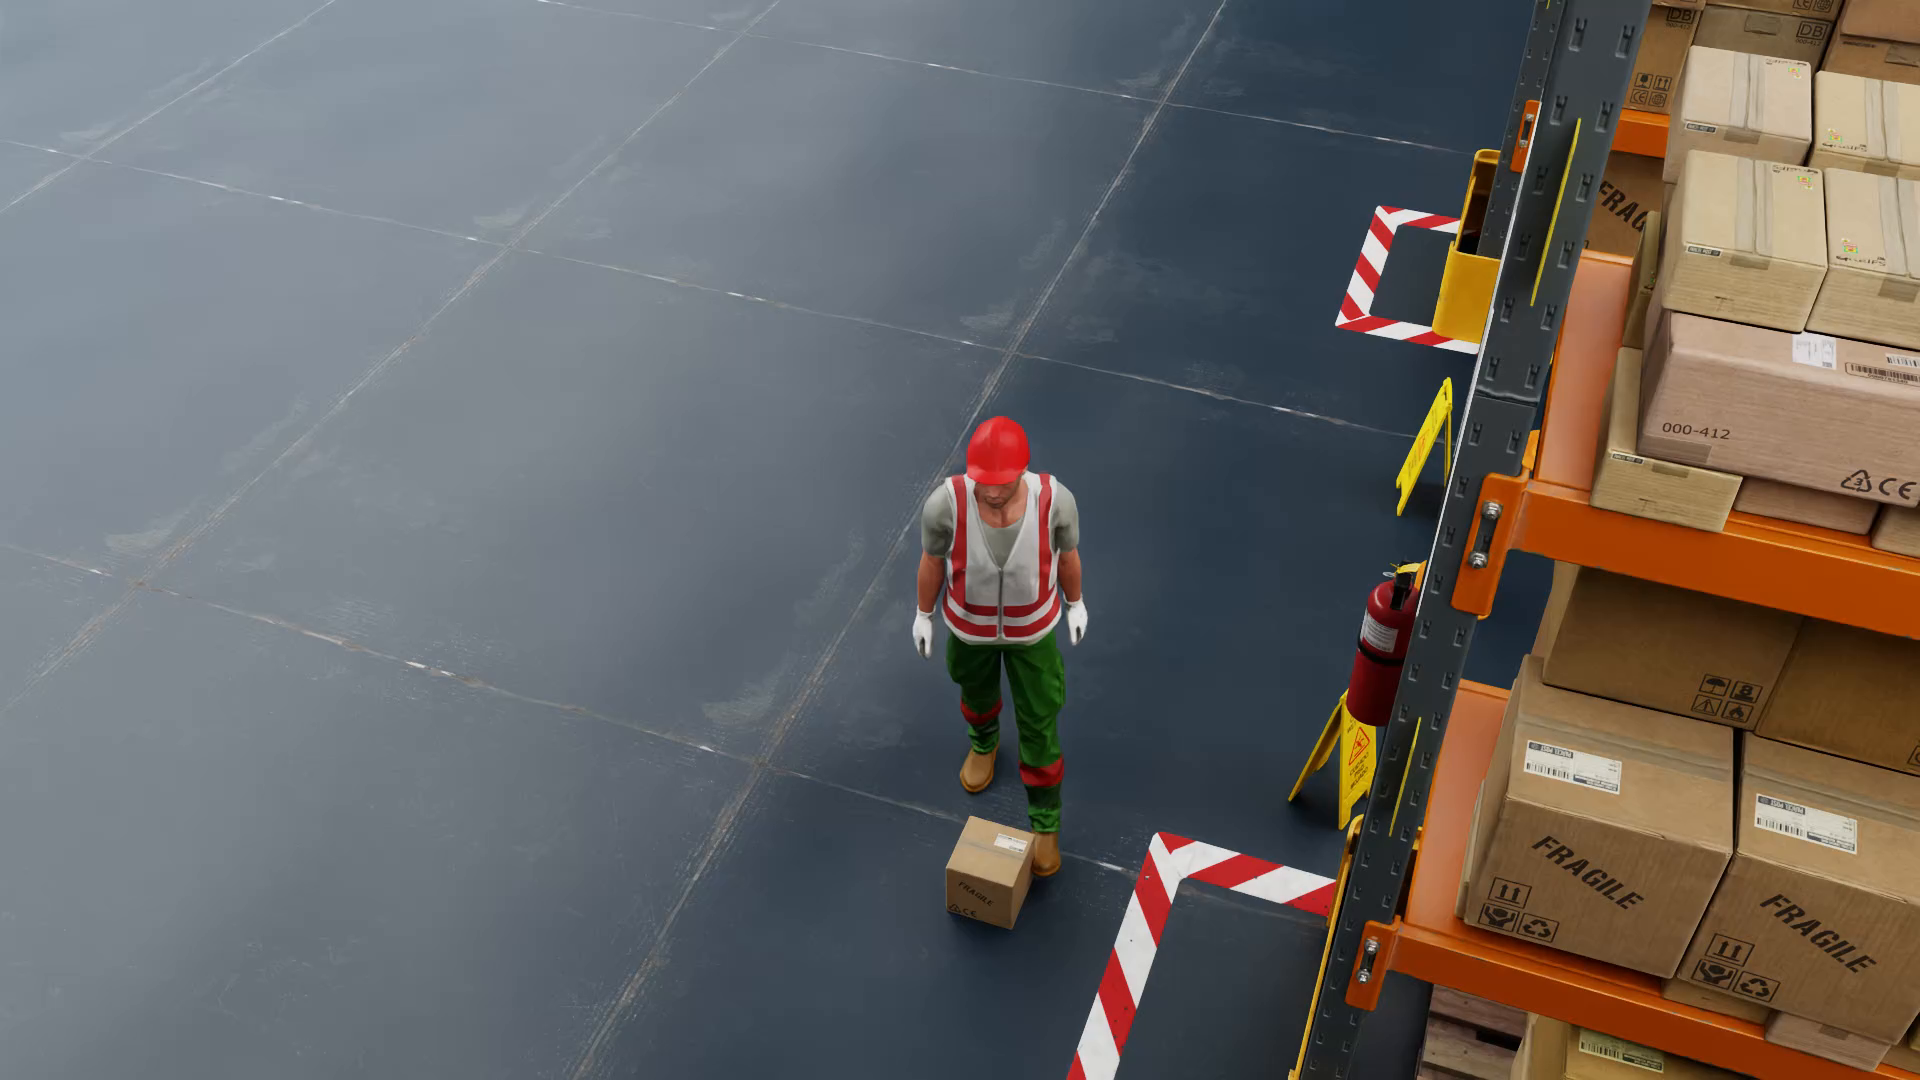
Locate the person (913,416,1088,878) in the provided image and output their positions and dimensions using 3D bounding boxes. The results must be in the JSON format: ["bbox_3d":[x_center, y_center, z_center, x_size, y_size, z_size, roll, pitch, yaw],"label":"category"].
[{"bbox_3d":[0.138,0.366,5.715,0.619,1.779,0.768,1,41,1],"label":"person"}]
